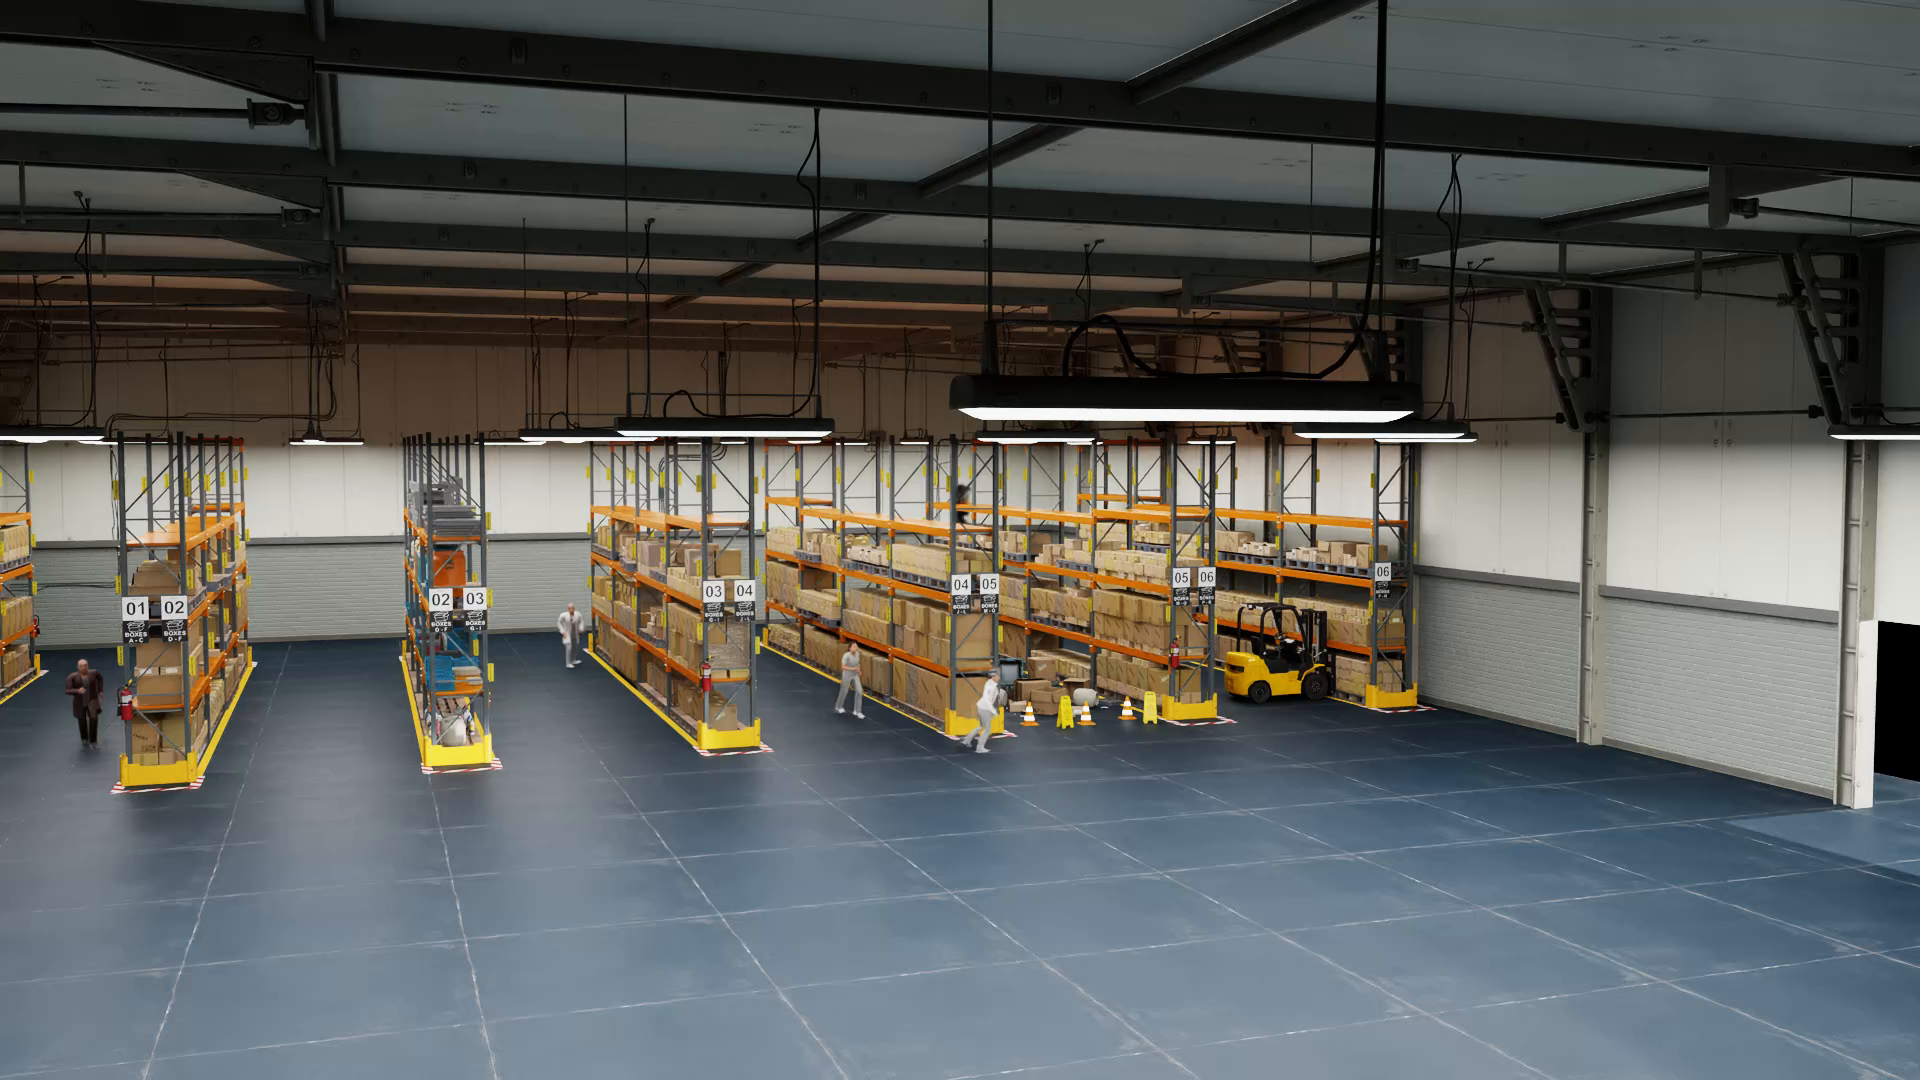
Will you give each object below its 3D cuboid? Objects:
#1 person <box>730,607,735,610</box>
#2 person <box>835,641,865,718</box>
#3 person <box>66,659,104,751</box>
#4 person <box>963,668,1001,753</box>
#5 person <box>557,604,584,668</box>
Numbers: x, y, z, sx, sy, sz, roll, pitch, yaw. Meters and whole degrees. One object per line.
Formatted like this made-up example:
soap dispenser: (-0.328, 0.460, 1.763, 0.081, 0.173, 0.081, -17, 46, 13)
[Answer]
person: (-6.778, 2.201, 48.746, 0.610, 1.698, 0.697, -1, 3, -16)
person: (-2.348, 2.942, 35.388, 0.569, 1.640, 0.953, -2, 4, -35)
person: (-16.570, 3.103, 31.490, 0.625, 1.728, 1.040, -2, 4, -26)
person: (0.411, 3.188, 31.193, 0.722, 1.607, 0.594, 0, 3, 3)
person: (-10.145, 2.475, 43.366, 0.732, 1.692, 0.935, -2, 4, -35)
